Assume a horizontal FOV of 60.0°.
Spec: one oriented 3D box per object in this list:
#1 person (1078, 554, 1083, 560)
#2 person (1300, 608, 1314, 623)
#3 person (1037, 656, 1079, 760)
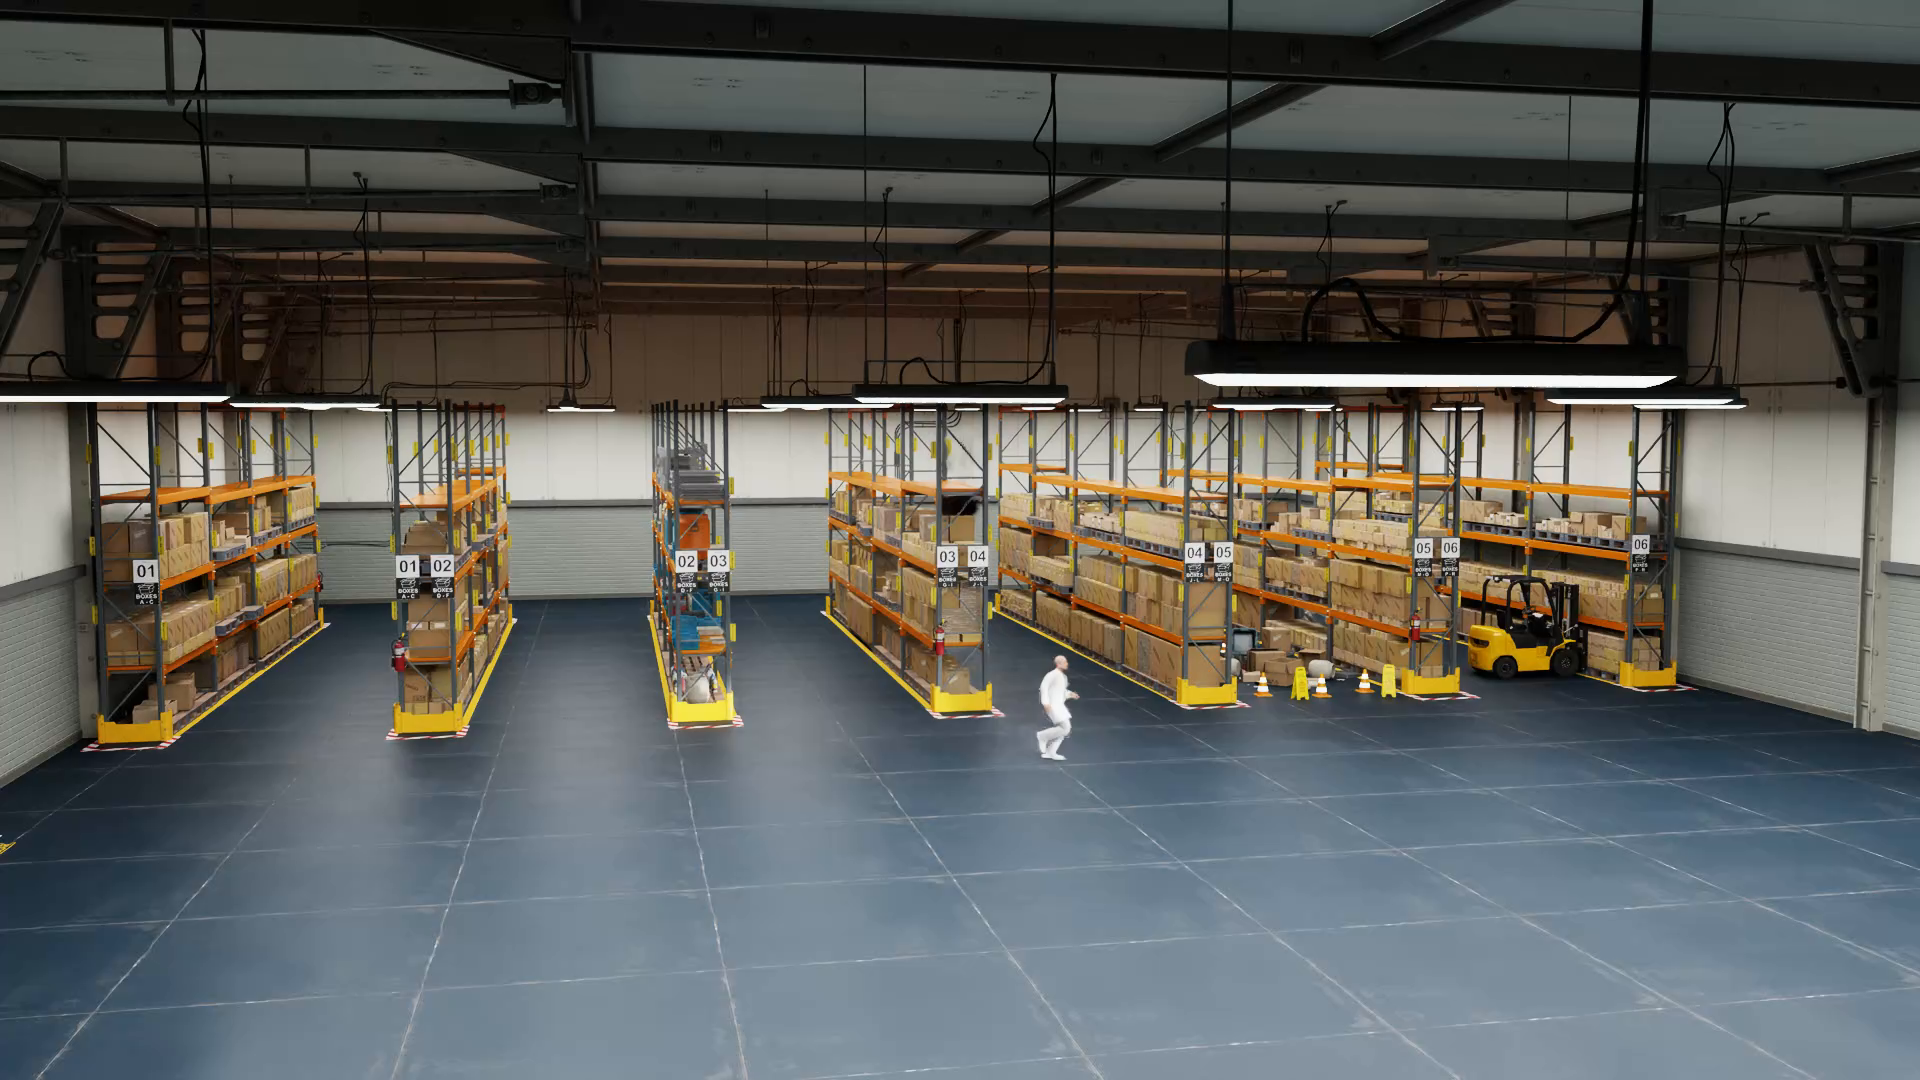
[{"bbox_3d":[3.540,1.250,48.456,0.622,1.682,0.902,-3,5,-35],"label":"person"},{"bbox_3d":[9.224,1.556,44.012,0.632,1.731,0.896,0,4,-6],"label":"person"},{"bbox_3d":[1.626,2.882,27.600,0.671,1.535,0.702,1,4,17],"label":"person"}]
